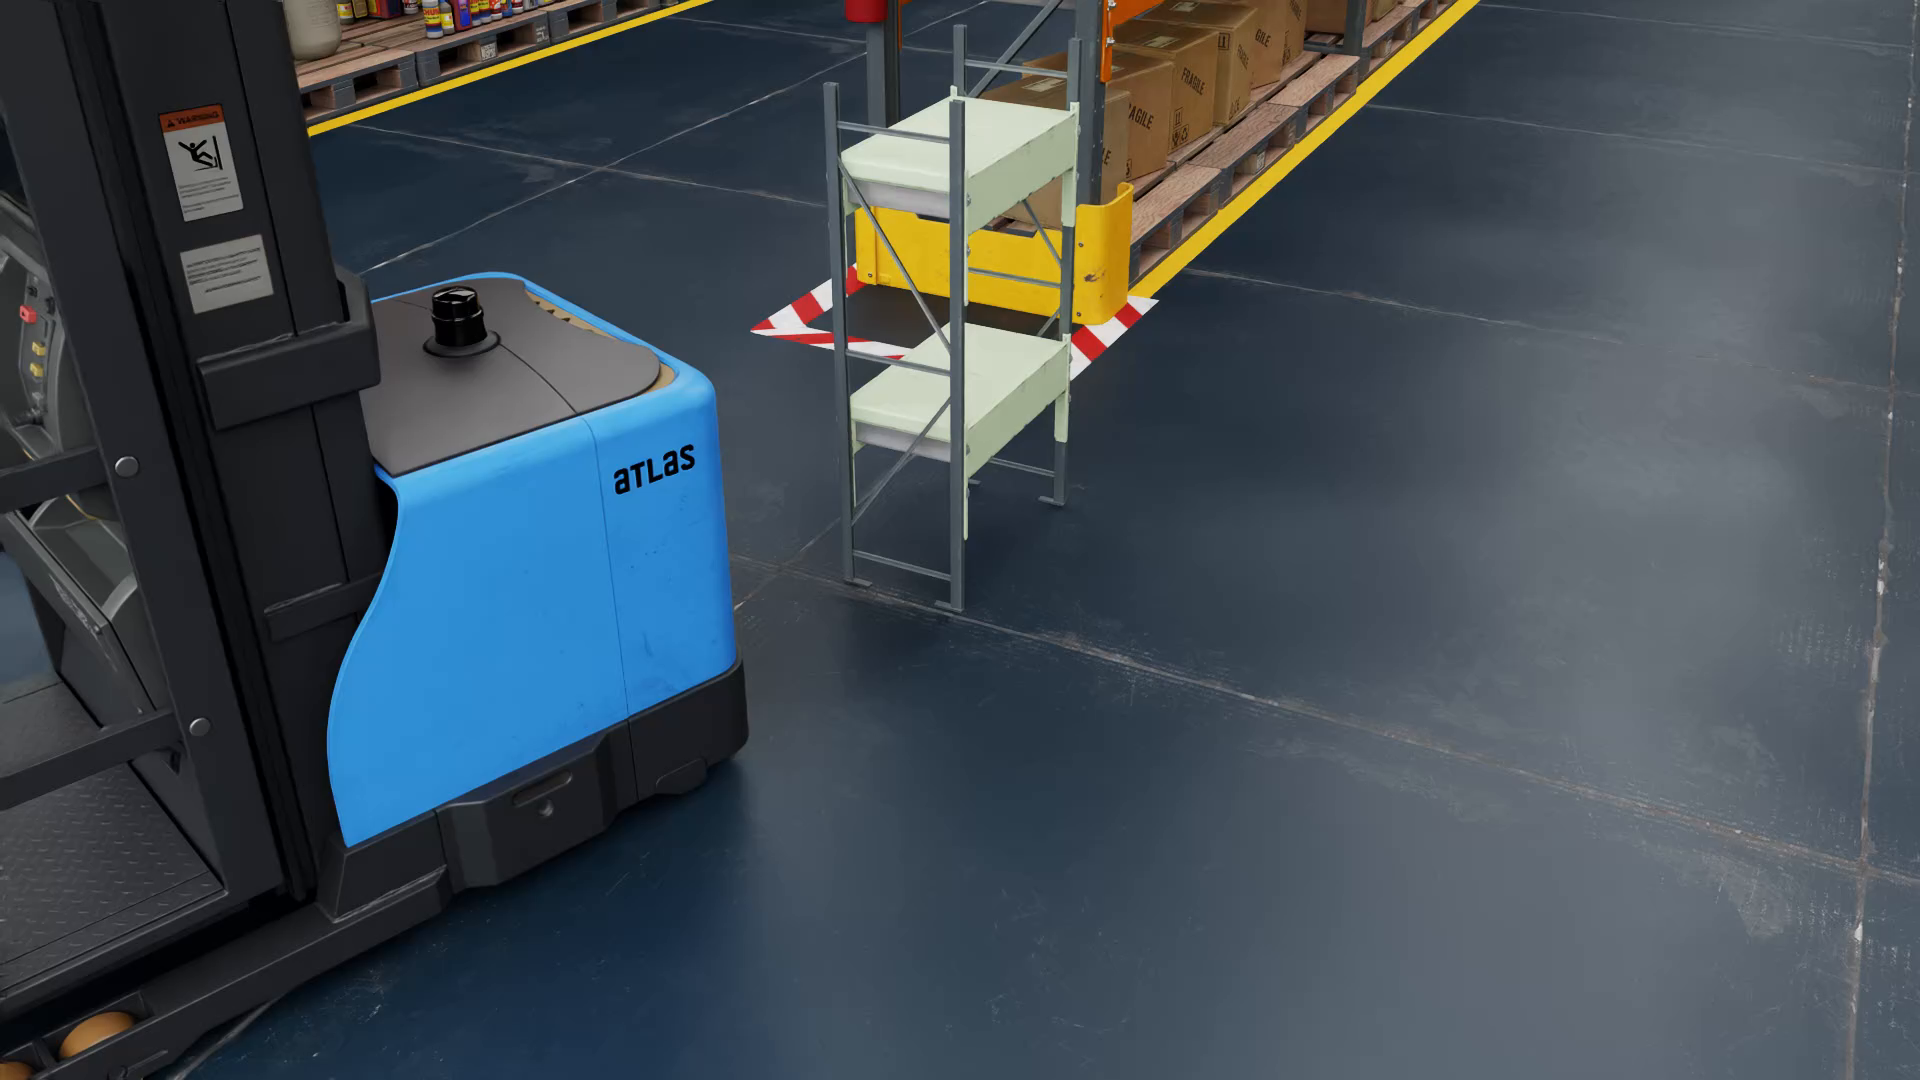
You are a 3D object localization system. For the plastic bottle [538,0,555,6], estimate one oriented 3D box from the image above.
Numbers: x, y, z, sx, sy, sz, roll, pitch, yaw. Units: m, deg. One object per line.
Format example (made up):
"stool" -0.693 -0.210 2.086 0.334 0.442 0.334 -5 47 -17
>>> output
"plastic bottle" -2.766 -3.698 10.896 0.144 0.351 0.185 14 33 23

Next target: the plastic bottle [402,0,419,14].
"plastic bottle" -3.548 -3.500 10.700 0.097 0.201 0.097 0 30 0

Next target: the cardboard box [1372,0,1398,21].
"cardboard box" 2.448 -3.693 10.737 0.700 0.500 0.500 14 33 23

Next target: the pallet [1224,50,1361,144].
"pallet" 1.640 -2.596 9.559 1.003 0.211 1.213 14 33 23

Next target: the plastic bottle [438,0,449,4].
"plastic bottle" -3.368 -3.686 10.951 0.152 0.276 0.135 14 33 23

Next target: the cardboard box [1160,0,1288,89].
"cardboard box" 1.443 -2.786 9.177 0.500 0.500 0.500 -26 39 -37

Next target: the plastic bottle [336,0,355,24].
"plastic bottle" -3.870 -3.353 10.444 0.097 0.201 0.097 0 30 0

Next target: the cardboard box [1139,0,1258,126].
"cardboard box" 1.230 -2.493 8.667 0.500 0.500 0.500 11 32 19

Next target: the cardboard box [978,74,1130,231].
"cardboard box" 0.392 -1.709 7.303 0.500 0.500 0.500 21 36 32

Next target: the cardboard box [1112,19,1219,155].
"cardboard box" 0.936 -2.255 8.254 0.500 0.500 0.500 18 34 28

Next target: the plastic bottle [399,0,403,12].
"plastic bottle" -3.668 -3.552 10.717 0.152 0.276 0.135 13 32 22

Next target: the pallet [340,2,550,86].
"pallet" -3.392 -3.195 10.601 1.003 0.211 1.213 14 33 23

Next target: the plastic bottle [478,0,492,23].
"plastic bottle" -3.011 -3.399 10.454 0.097 0.271 0.097 0 30 0

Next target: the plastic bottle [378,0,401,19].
"plastic bottle" -3.636 -3.470 10.566 0.061 0.283 0.133 14 33 23

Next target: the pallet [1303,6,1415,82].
"pallet" 2.268 -3.248 10.693 1.003 0.211 1.213 14 33 23

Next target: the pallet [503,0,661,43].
"pallet" -2.837 -3.738 11.547 1.003 0.211 1.213 14 33 23

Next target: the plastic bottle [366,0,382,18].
"plastic bottle" -3.731 -3.491 10.610 0.152 0.276 0.135 15 33 24

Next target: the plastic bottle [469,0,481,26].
"plastic bottle" -3.057 -3.354 10.377 0.097 0.271 0.097 0 30 0

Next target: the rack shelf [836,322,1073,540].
"rack shelf" -0.003 -0.365 5.034 0.431 0.370 0.720 14 33 23

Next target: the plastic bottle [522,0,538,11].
"plastic bottle" -2.843 -3.594 10.790 0.152 0.276 0.135 15 33 24

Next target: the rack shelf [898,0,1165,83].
"rack shelf" 1.004 -2.913 8.033 1.077 0.370 4.000 14 33 23

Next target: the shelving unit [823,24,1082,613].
"shelving unit" -0.003 -0.647 4.871 0.431 1.500 0.755 14 33 23

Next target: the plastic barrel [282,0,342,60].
"plastic barrel" -3.856 -3.096 9.706 0.421 0.512 0.421 0 30 0

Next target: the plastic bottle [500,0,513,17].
"plastic bottle" -2.919 -3.489 10.611 0.097 0.271 0.097 0 30 0

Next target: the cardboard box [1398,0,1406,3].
"cardboard box" 2.702 -3.941 11.169 0.700 0.500 0.500 11 32 19

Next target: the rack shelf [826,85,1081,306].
"rack shelf" -0.003 -0.986 4.677 0.431 0.370 0.720 14 33 23

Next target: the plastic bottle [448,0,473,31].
"plastic bottle" -3.094 -3.304 10.277 0.061 0.283 0.133 15 33 24

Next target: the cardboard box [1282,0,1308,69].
"cardboard box" 1.697 -3.041 9.622 0.500 0.500 0.500 13 32 22

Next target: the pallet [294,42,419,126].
"pallet" -3.949 -2.656 9.663 1.003 0.211 1.213 14 33 23

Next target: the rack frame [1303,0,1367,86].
"rack frame" 1.915 -4.111 9.397 1.000 3.000 0.127 14 33 23

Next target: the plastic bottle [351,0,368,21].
"plastic bottle" -3.833 -3.444 10.521 0.061 0.283 0.133 15 33 24

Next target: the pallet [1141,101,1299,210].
"pallet" 1.086 -2.054 8.614 1.003 0.211 1.213 14 33 23

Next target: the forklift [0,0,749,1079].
"forklift" -1.967 -0.389 2.983 3.031 2.935 1.130 -24 38 -36

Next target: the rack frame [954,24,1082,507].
"rack frame" 0.164 -0.810 5.154 0.400 1.500 0.023 14 33 23

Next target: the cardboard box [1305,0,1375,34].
"cardboard box" 2.214 -3.486 10.376 0.700 0.500 0.500 12 32 20

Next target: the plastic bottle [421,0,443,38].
"plastic bottle" -3.213 -3.202 10.113 0.097 0.271 0.097 0 30 0

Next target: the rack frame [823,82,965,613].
"rack frame" -0.170 -0.485 4.589 0.400 1.500 0.023 14 33 23

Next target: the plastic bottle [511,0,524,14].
"plastic bottle" -2.873 -3.503 10.707 0.097 0.201 0.097 0 30 0

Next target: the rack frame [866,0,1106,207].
"rack frame" 0.093 -2.338 6.310 1.000 3.000 0.127 14 33 23

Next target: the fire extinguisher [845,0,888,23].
"fire extinguisher" -0.370 -2.358 6.423 0.296 0.674 0.183 14 33 23

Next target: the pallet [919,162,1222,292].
"pallet" 0.529 -1.515 7.676 1.003 0.211 1.213 14 33 23

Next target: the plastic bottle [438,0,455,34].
"plastic bottle" -3.166 -3.218 10.210 0.097 0.201 0.097 0 30 0

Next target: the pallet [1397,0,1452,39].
"pallet" 2.823 -3.791 11.639 1.003 0.211 1.213 14 33 23

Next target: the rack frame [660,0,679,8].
"rack frame" -2.494 -5.235 11.354 1.000 3.000 0.127 14 33 23

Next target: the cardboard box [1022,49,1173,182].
"cardboard box" 0.634 -1.982 7.778 0.500 0.500 0.500 24 38 36

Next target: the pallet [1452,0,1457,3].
"pallet" 3.380 -4.329 12.577 1.003 0.211 1.213 14 33 23

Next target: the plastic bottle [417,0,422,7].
"plastic bottle" -3.596 -3.659 10.828 0.144 0.351 0.185 16 33 25

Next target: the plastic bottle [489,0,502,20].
"plastic bottle" -2.966 -3.412 10.548 0.097 0.201 0.097 0 30 0

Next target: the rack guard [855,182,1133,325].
"rack guard" 0.127 -1.288 6.991 1.175 0.500 0.348 14 33 23
